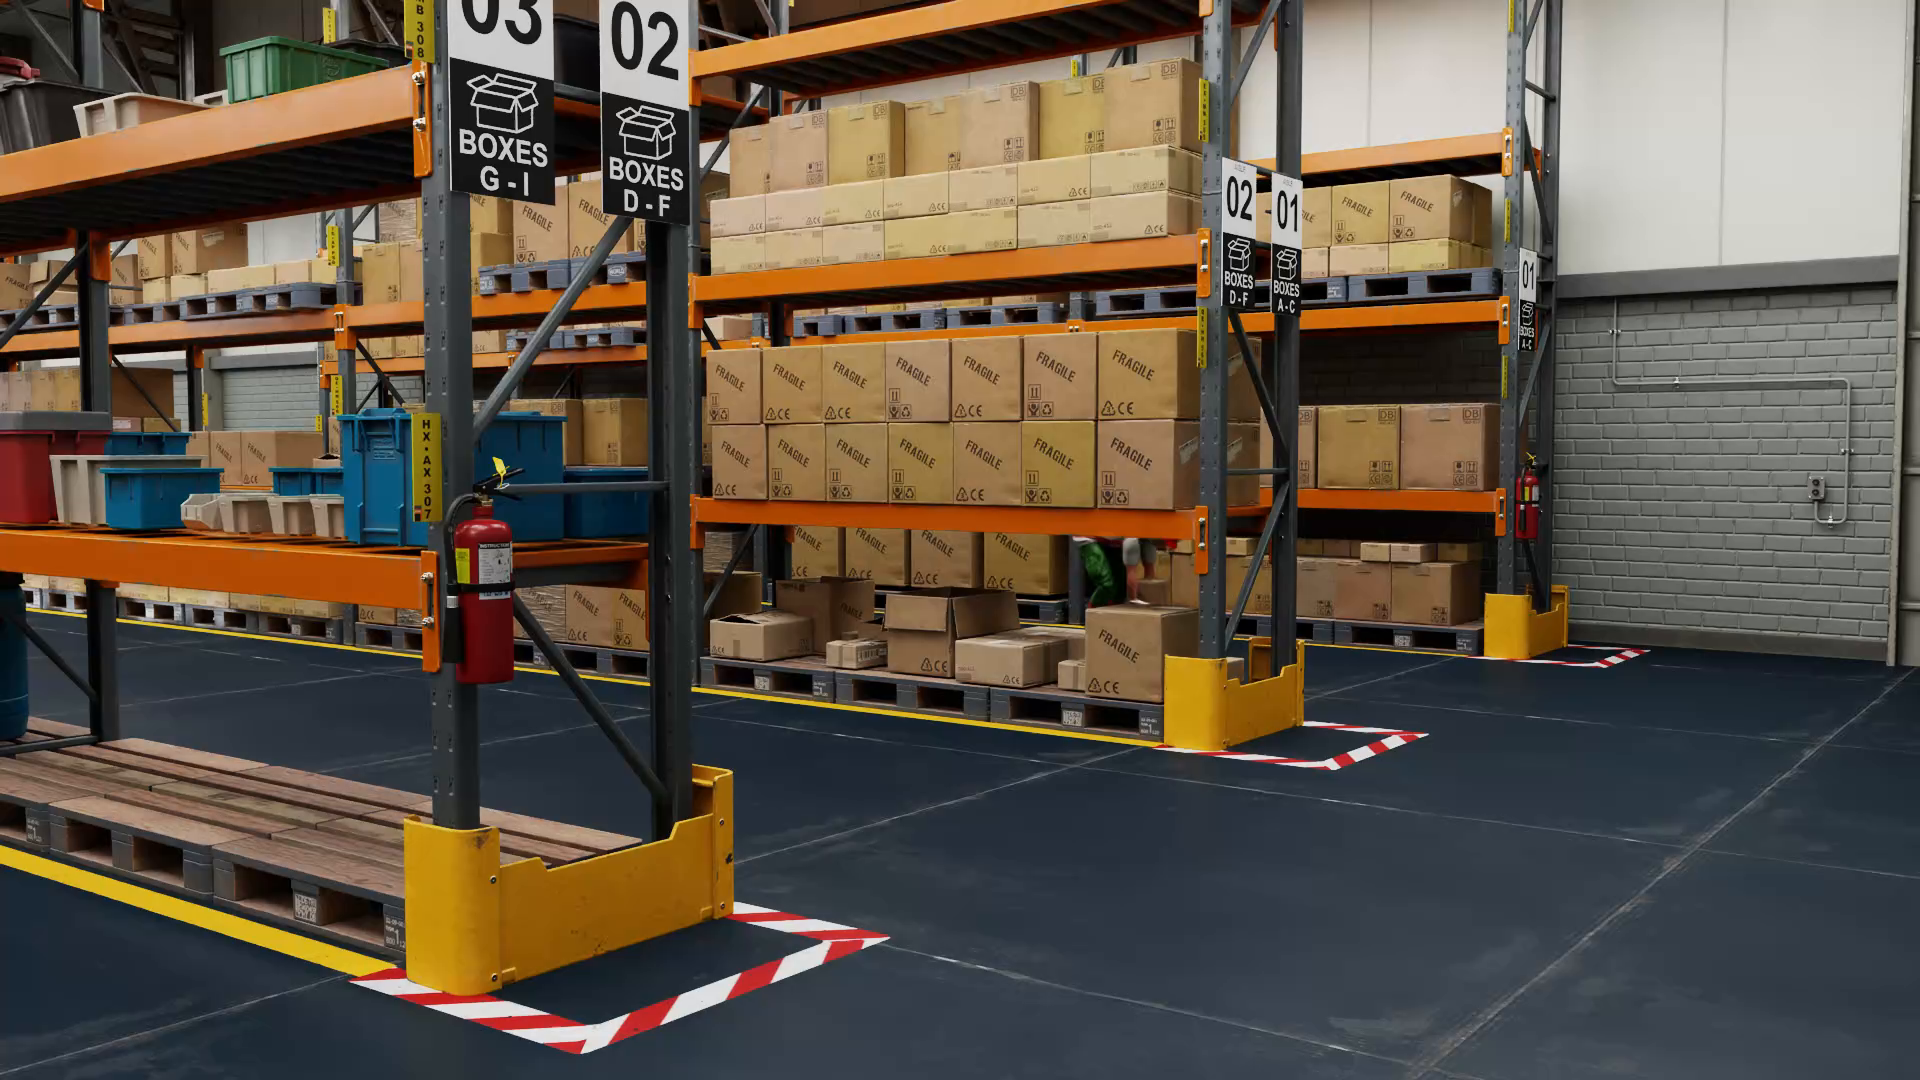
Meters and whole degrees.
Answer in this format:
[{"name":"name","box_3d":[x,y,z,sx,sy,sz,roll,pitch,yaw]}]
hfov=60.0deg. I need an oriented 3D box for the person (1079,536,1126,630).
[{"name":"person","box_3d":[1.233,-0.022,14.118,0.453,1.778,0.616,2,4,32]}]
